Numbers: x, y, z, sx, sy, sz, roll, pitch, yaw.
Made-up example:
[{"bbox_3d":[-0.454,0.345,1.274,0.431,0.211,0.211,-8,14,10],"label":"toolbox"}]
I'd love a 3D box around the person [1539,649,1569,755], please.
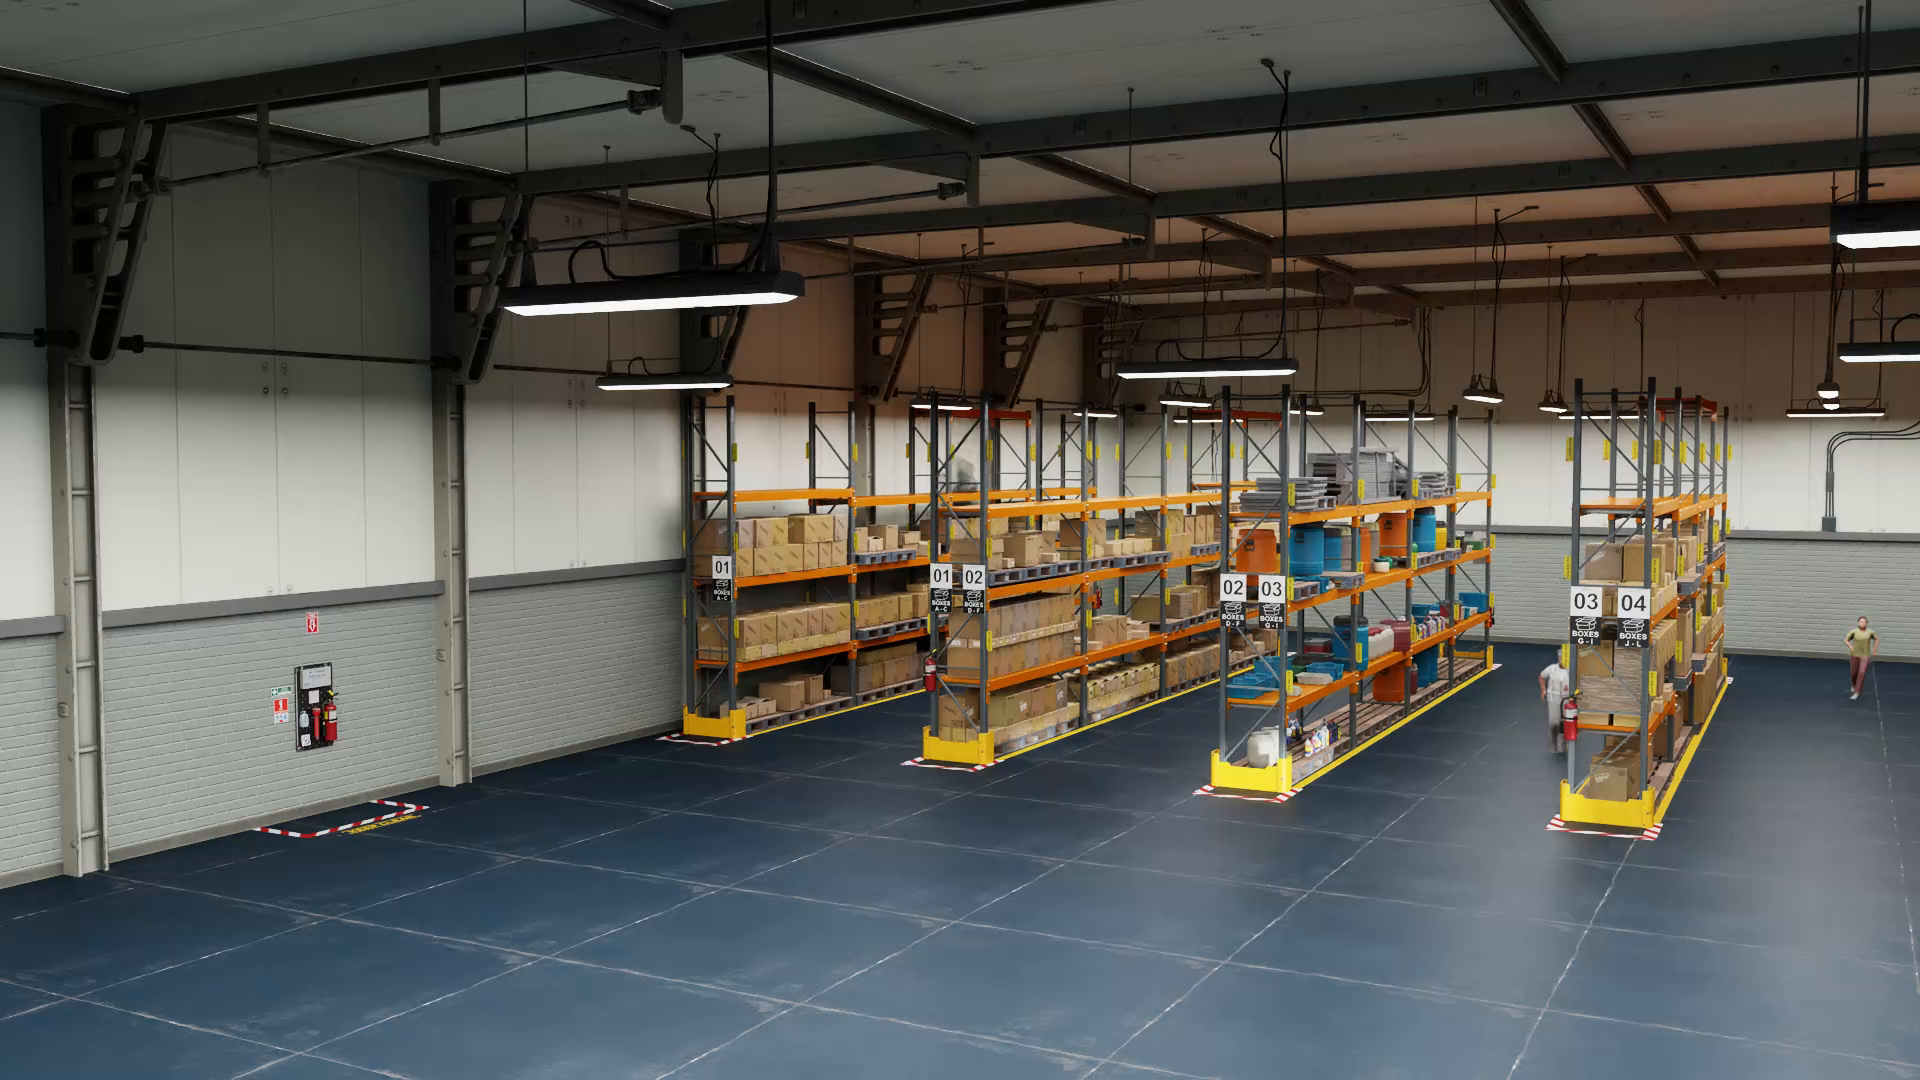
[{"bbox_3d":[9.921,2.675,27.453,0.652,1.773,0.653,1,3,15],"label":"person"}]

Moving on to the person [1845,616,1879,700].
[{"bbox_3d":[18.335,2.381,33.843,0.613,1.660,0.978,2,4,32],"label":"person"}]
